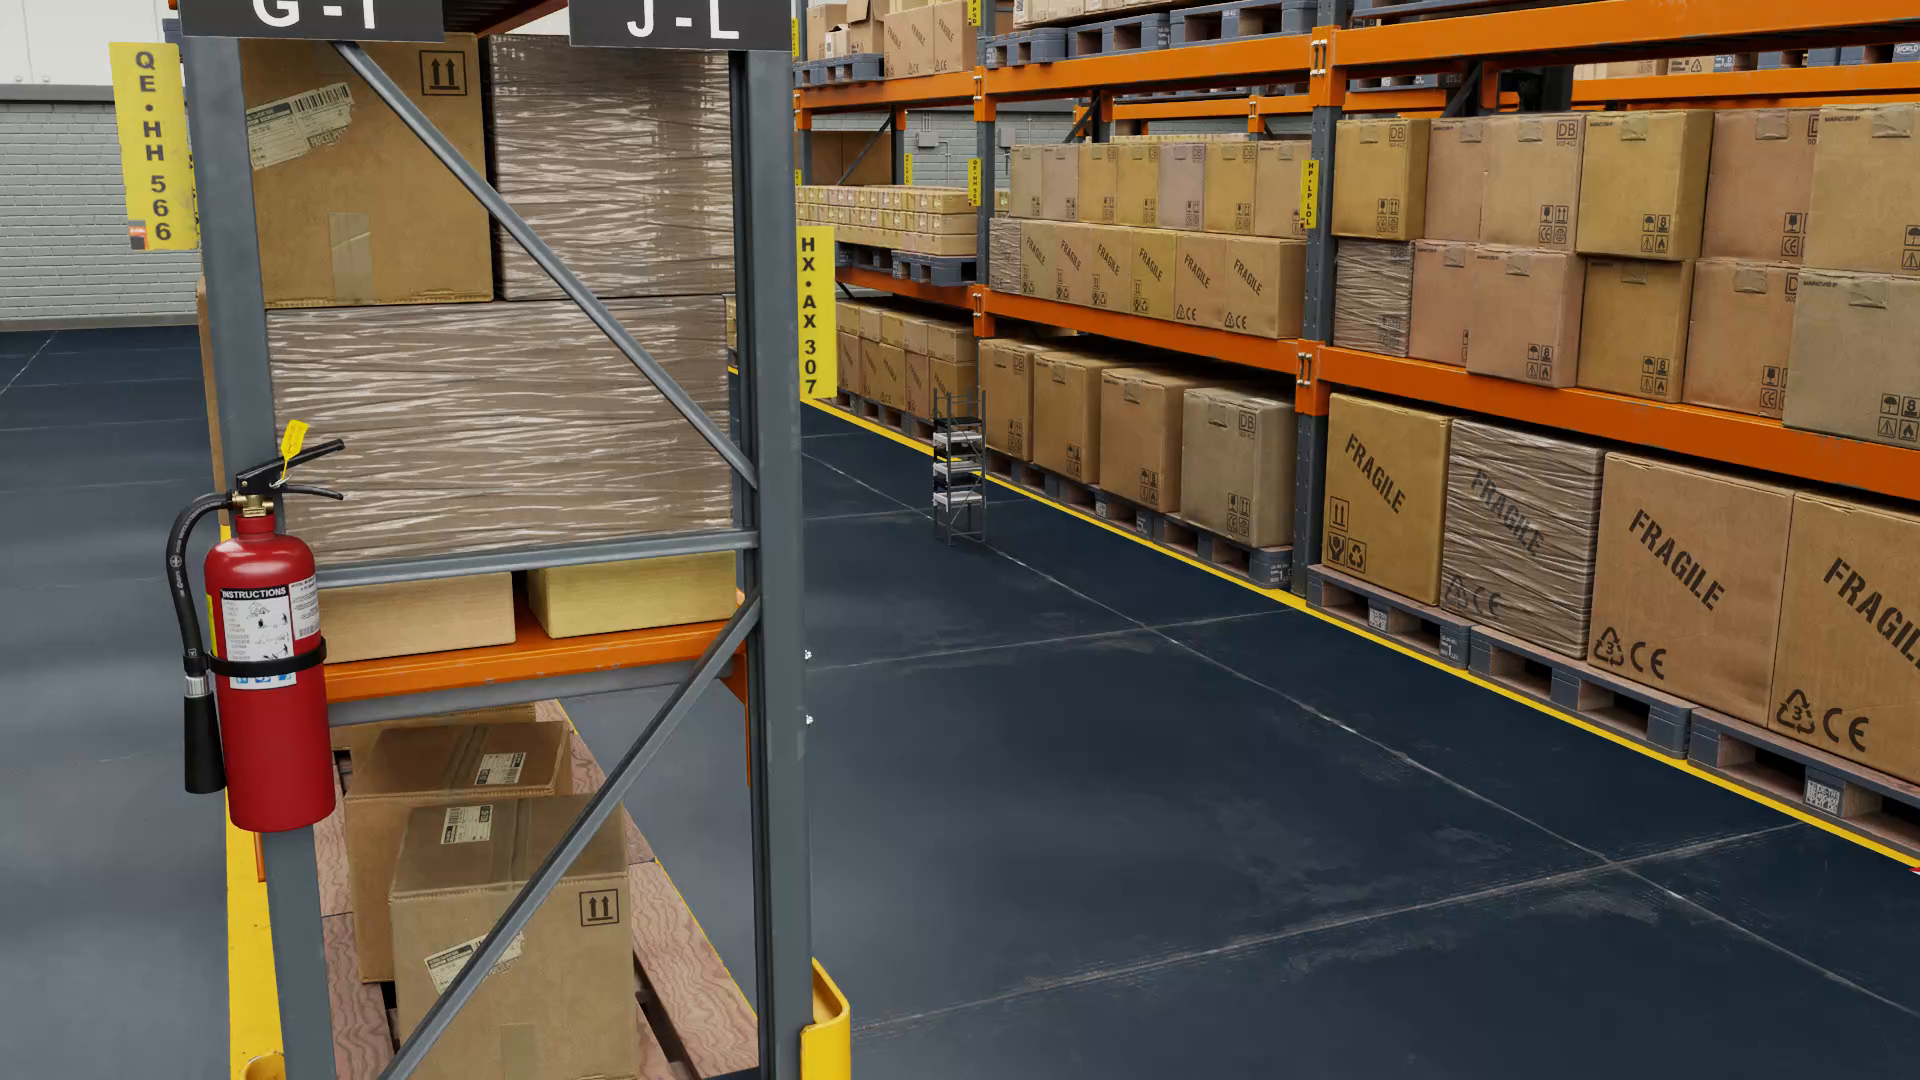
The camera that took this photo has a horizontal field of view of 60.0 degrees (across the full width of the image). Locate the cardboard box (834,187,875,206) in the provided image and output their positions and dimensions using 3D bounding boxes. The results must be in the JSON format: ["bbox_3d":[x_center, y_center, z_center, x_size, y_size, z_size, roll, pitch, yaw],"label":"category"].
[{"bbox_3d":[-0.849,-2.901,14.057,0.380,0.149,0.250,-6,14,-23],"label":"cardboard box"}]

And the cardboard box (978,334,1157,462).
[{"bbox_3d":[0.760,-1.015,11.660,1.050,0.750,0.750,-6,14,-24],"label":"cardboard box"}]

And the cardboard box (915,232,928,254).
[{"bbox_3d":[-0.118,-2.234,12.497,0.380,0.149,0.250,-6,14,-23],"label":"cardboard box"}]

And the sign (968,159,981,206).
[{"bbox_3d":[0.105,-2.515,11.690,0.100,0.325,0.005,-6,14,-23],"label":"sign"}]

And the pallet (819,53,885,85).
[{"bbox_3d":[-0.436,-3.885,13.769,1.213,0.211,1.003,-6,14,-23],"label":"pallet"}]

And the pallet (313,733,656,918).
[{"bbox_3d":[-1.590,0.960,5.254,1.003,0.211,1.213,-6,14,-23],"label":"pallet"}]

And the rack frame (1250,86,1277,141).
[{"bbox_3d":[3.492,-3.335,17.625,1.000,3.000,0.127,-6,14,-23],"label":"rack frame"}]

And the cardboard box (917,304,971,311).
[{"bbox_3d":[-0.055,-1.872,14.256,0.500,0.250,0.500,-6,14,-25],"label":"cardboard box"}]

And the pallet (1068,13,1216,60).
[{"bbox_3d":[1.356,-3.050,10.164,1.003,0.211,1.213,-5,14,-20],"label":"pallet"}]

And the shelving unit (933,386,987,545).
[{"bbox_3d":[-0.003,-0.440,9.776,0.258,0.900,0.210,-6,14,-23],"label":"shelving unit"}]

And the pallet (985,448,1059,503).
[{"bbox_3d":[0.846,-0.512,11.614,1.003,0.211,1.213,-6,14,-23],"label":"pallet"}]

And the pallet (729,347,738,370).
[{"bbox_3d":[-1.798,-1.896,17.594,1.003,0.211,1.213,-6,14,-23],"label":"pallet"}]

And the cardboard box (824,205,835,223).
[{"bbox_3d":[-0.953,-2.810,14.327,0.380,0.149,0.250,-6,14,-25],"label":"cardboard box"}]

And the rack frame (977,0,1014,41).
[{"bbox_3d":[0.599,-4.963,11.356,1.000,3.000,0.127,-6,14,-23],"label":"rack frame"}]

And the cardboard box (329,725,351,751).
[{"bbox_3d":[-2.024,0.431,5.970,0.500,0.500,0.500,-1,13,-5],"label":"cardboard box"}]

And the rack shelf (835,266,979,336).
[{"bbox_3d":[-0.202,-2.103,13.899,1.077,0.370,4.000,-6,14,-23],"label":"rack shelf"}]

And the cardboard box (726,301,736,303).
[{"bbox_3d":[-2.503,-2.550,18.306,0.380,0.149,0.250,-6,14,-23],"label":"cardboard box"}]

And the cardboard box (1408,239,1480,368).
[{"bbox_3d":[2.601,-1.100,7.638,0.875,0.550,0.550,-6,14,-23],"label":"cardboard box"}]

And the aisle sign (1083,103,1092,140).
[{"bbox_3d":[1.595,-5.416,20.854,0.394,0.787,0.004,-6,14,-23],"label":"aisle sign"}]

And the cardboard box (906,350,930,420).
[{"bbox_3d":[-0.109,-1.247,13.217,0.500,0.500,0.500,-5,14,-21],"label":"cardboard box"}]

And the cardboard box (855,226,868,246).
[{"bbox_3d":[-0.641,-2.504,13.663,0.380,0.149,0.250,-6,14,-26],"label":"cardboard box"}]

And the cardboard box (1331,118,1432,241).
[{"bbox_3d":[2.317,-1.734,7.980,0.875,0.550,0.550,-6,14,-23],"label":"cardboard box"}]

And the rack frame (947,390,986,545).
[{"bbox_3d":[0.037,-0.419,9.685,0.240,0.900,0.006,-6,14,-23],"label":"rack frame"}]

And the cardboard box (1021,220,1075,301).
[{"bbox_3d":[0.737,-1.867,11.062,0.500,0.500,0.500,-6,14,-24],"label":"cardboard box"}]

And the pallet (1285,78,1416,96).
[{"bbox_3d":[3.904,-4.518,16.509,0.805,0.209,1.217,-6,14,-25],"label":"pallet"}]

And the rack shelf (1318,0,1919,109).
[{"bbox_3d":[3.002,-1.911,6.419,1.077,0.370,4.000,-6,14,-23],"label":"rack shelf"}]

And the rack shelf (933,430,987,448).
[{"bbox_3d":[-0.003,-0.583,9.743,0.258,0.077,0.200,-6,14,-23],"label":"rack shelf"}]

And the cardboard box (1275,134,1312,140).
[{"bbox_3d":[3.603,-4.275,17.811,0.380,0.149,0.250,-6,14,-24],"label":"cardboard box"}]

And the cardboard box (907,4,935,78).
[{"bbox_3d":[-0.075,-3.747,12.535,0.500,0.500,0.500,-6,14,-23],"label":"cardboard box"}]

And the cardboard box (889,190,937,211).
[{"bbox_3d":[-0.331,-2.633,12.901,0.380,0.149,0.250,-5,14,-21],"label":"cardboard box"}]

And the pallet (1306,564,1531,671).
[{"bbox_3d":[2.434,0.309,8.067,1.003,0.211,1.213,-6,14,-23],"label":"pallet"}]

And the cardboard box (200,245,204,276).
[{"bbox_3d":[-2.092,-0.775,5.685,0.875,0.500,0.500,-6,14,-23],"label":"cardboard box"}]

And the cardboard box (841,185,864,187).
[{"bbox_3d":[-0.971,-3.185,16.099,0.500,0.500,0.500,-6,14,-24],"label":"cardboard box"}]

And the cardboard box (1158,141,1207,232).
[{"bbox_3d":[1.587,-2.062,9.688,0.700,0.500,0.500,-6,14,-23],"label":"cardboard box"}]

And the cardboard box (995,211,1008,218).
[{"bbox_3d":[0.479,-2.441,12.731,0.380,0.149,0.250,-5,14,-20],"label":"cardboard box"}]

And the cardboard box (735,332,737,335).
[{"bbox_3d":[-2.212,-2.167,17.973,0.380,0.149,0.250,-6,14,-23],"label":"cardboard box"}]

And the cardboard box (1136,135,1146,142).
[{"bbox_3d":[2.284,-4.645,19.410,0.380,0.149,0.250,-5,14,-22],"label":"cardboard box"}]

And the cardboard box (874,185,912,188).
[{"bbox_3d":[-0.555,-3.118,14.995,0.380,0.149,0.250,-6,14,-25],"label":"cardboard box"}]

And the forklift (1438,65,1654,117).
[{"bbox_3d":[4.002,-1.801,11.151,1.130,2.935,3.031,-7,15,-29],"label":"forklift"}]

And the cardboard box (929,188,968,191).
[{"bbox_3d":[-0.033,-2.848,13.831,0.380,0.149,0.250,-6,14,-24],"label":"cardboard box"}]

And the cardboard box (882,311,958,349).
[{"bbox_3d":[-0.317,-1.720,13.597,0.500,0.250,0.500,-5,14,-22],"label":"cardboard box"}]

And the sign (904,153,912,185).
[{"bbox_3d":[-0.496,-3.481,15.692,0.100,0.325,0.005,-6,14,-23],"label":"sign"}]

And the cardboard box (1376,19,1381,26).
[{"bbox_3d":[4.122,-4.561,15.118,0.500,0.500,0.500,-5,14,-22],"label":"cardboard box"}]

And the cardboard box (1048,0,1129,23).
[{"bbox_3d":[0.888,-3.409,10.473,0.500,0.250,0.500,-5,14,-21],"label":"cardboard box"}]

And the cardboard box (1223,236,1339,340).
[{"bbox_3d":[1.747,-1.346,8.812,0.500,0.500,0.500,-6,14,-23],"label":"cardboard box"}]

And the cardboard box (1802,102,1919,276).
[{"bbox_3d":[3.385,-1.172,5.554,0.875,0.550,0.550,-6,14,-23],"label":"cardboard box"}]

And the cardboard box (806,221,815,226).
[{"bbox_3d":[-1.151,-2.769,14.808,0.380,0.149,0.250,-5,14,-22],"label":"cardboard box"}]

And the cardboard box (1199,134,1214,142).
[{"bbox_3d":[2.862,-4.389,18.302,0.380,0.149,0.250,-6,14,-23],"label":"cardboard box"}]

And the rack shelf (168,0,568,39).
[{"bbox_3d":[-1.583,-1.484,4.574,1.077,0.370,4.000,-6,14,-23],"label":"rack shelf"}]

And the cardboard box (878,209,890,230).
[{"bbox_3d":[-0.430,-2.541,13.161,0.380,0.149,0.250,-6,14,-23],"label":"cardboard box"}]
